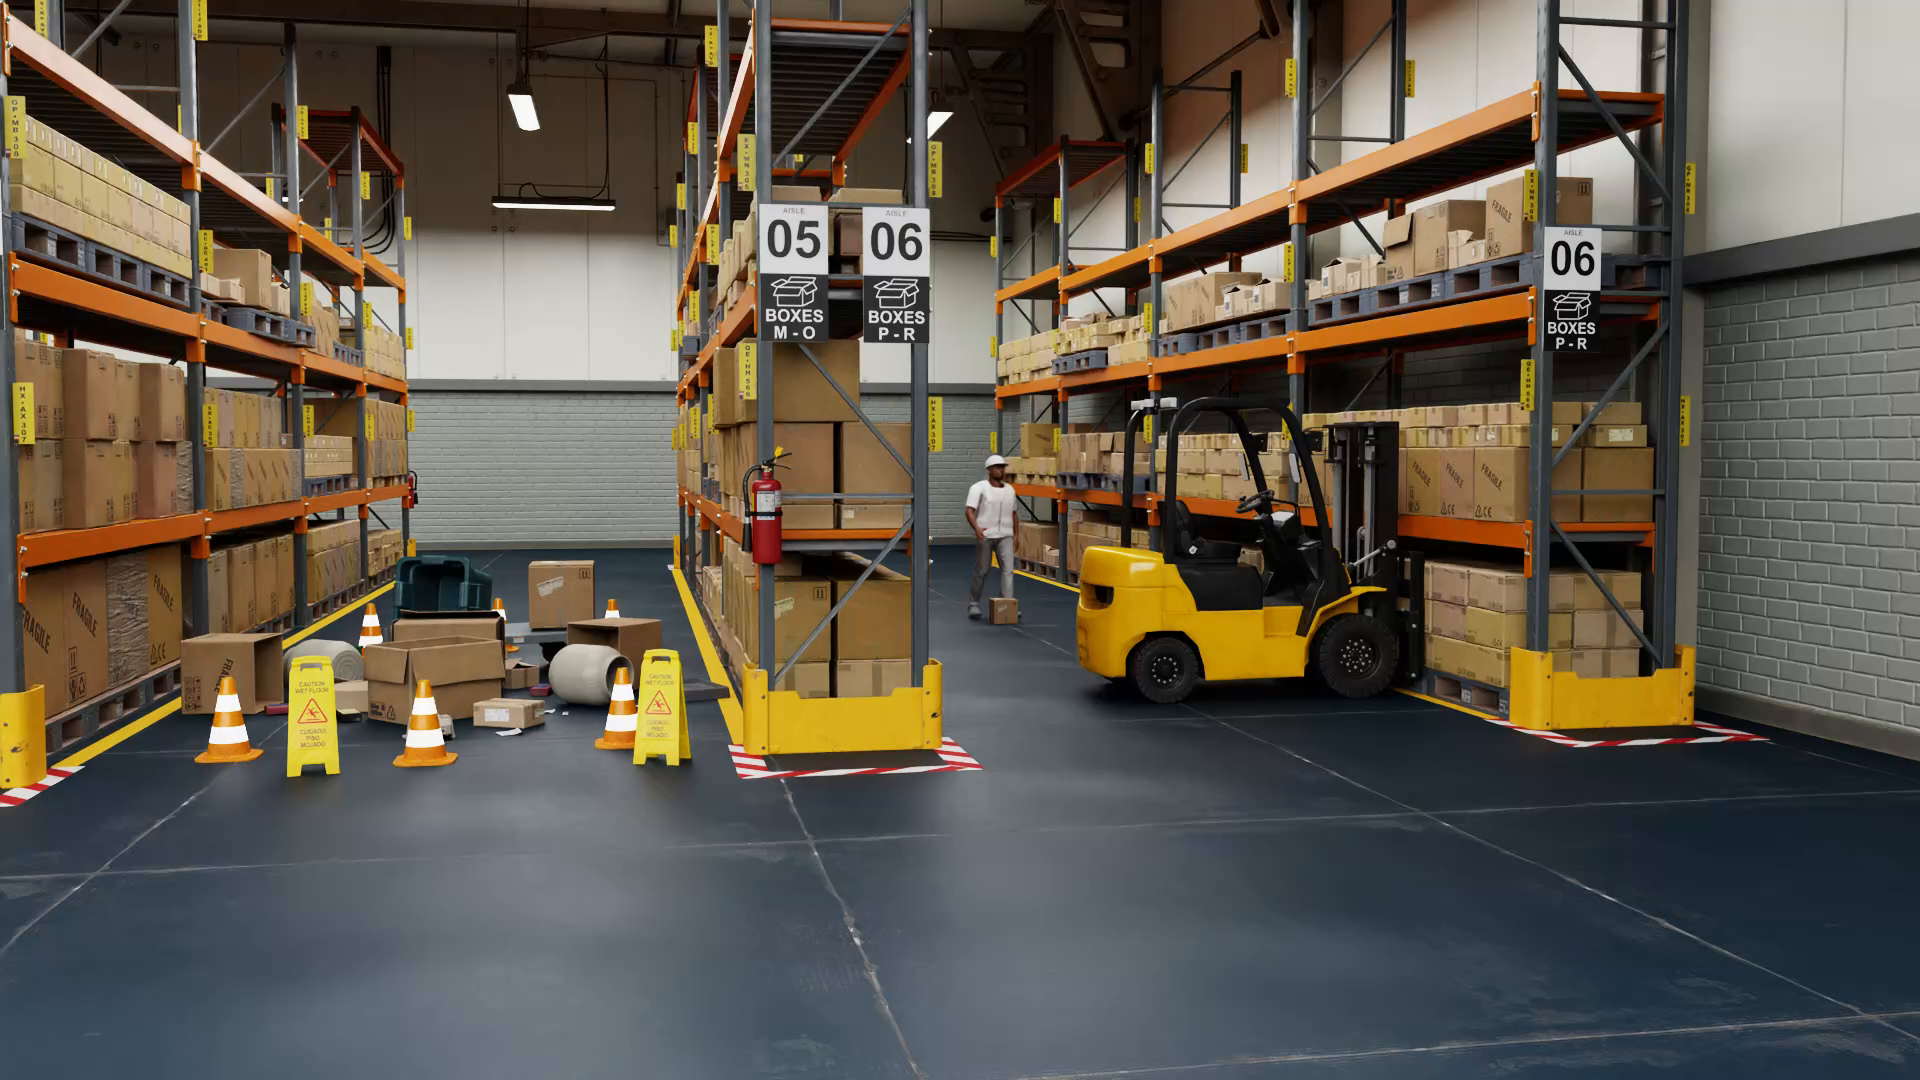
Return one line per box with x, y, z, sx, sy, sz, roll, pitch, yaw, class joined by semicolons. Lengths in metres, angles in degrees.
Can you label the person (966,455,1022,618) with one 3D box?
0.396;-0.031;17.616;0.635;1.741;0.911;-1;3;-17;person
